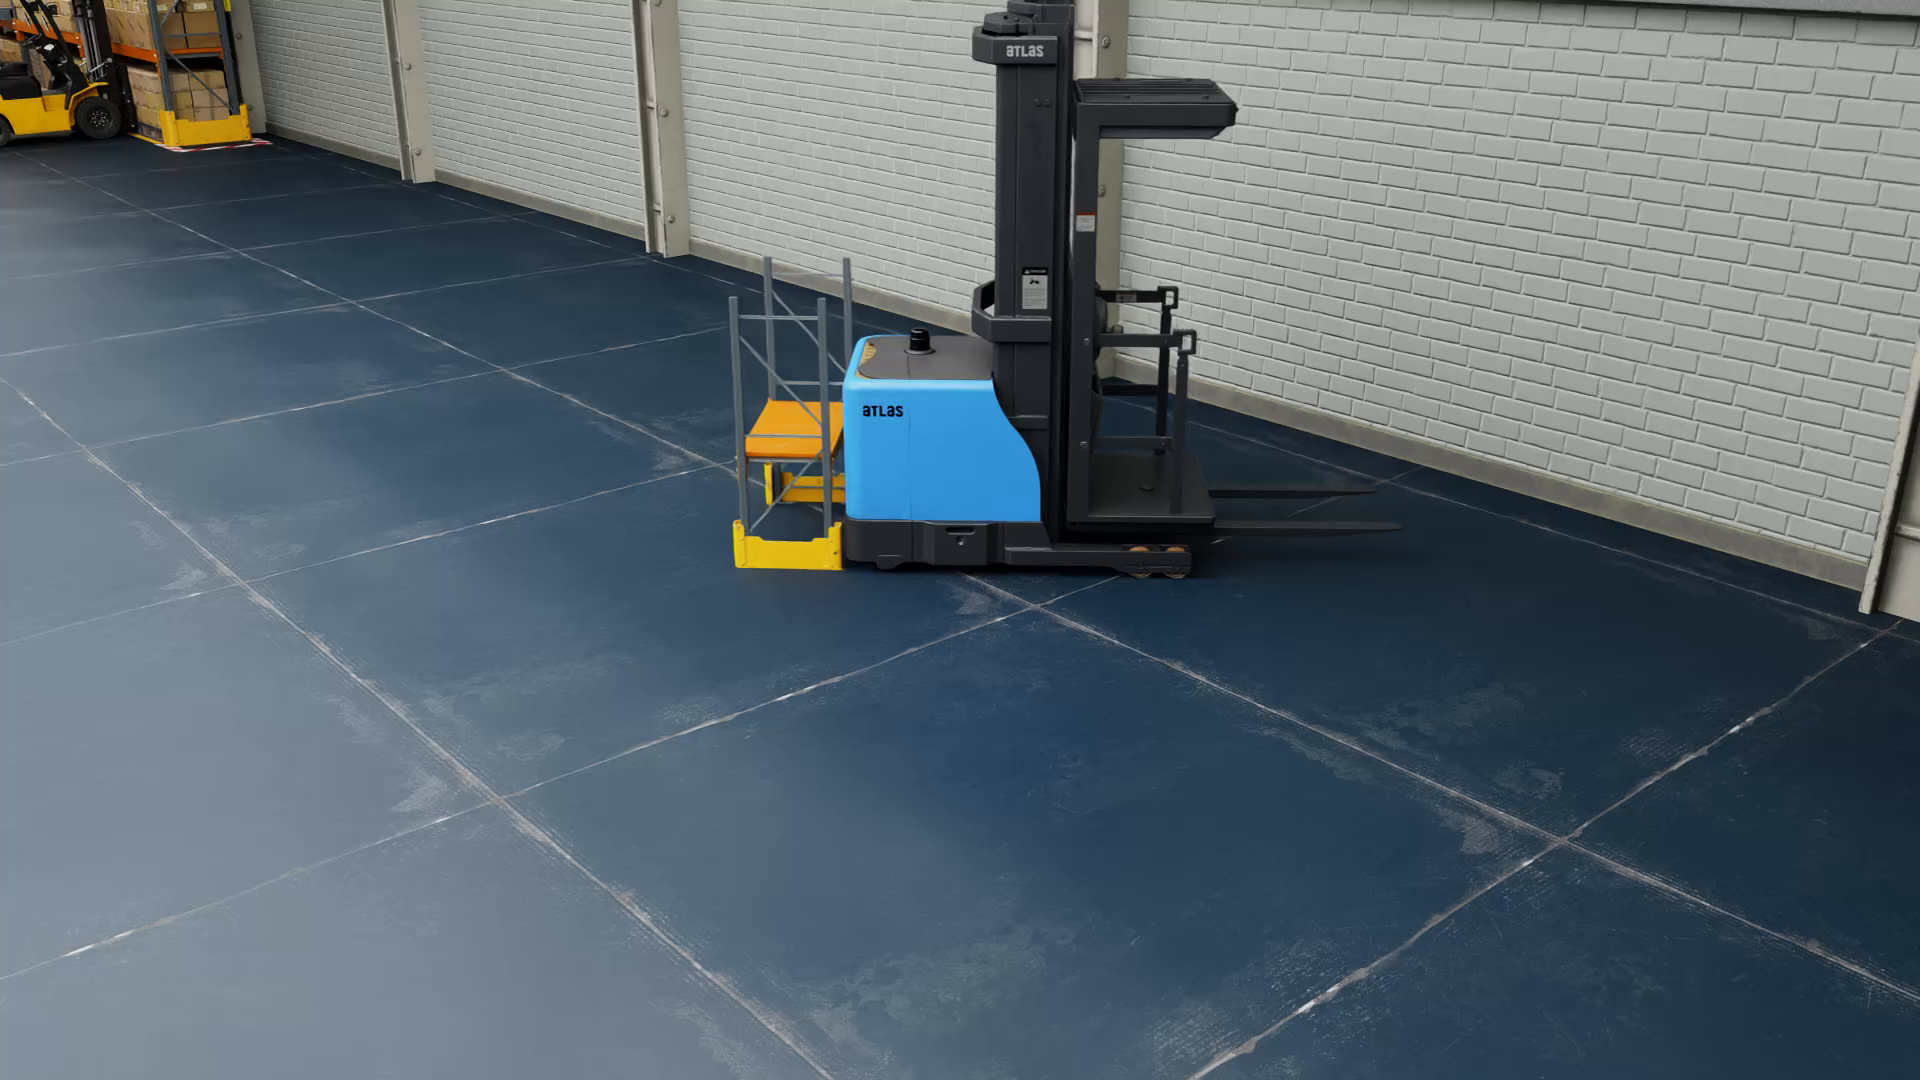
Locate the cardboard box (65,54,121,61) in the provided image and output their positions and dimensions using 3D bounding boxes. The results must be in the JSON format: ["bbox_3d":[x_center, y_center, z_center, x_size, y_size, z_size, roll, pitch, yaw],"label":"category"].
[{"bbox_3d":[-14.491,-7.791,27.942,0.875,0.625,0.625,-18,28,-38],"label":"cardboard box"}]

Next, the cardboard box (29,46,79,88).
[{"bbox_3d":[-15.855,-8.363,29.402,0.875,0.625,0.625,-16,27,-36],"label":"cardboard box"}]

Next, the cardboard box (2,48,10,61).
[{"bbox_3d":[-17.353,-8.830,30.768,0.500,0.500,0.500,-16,27,-35],"label":"cardboard box"}]

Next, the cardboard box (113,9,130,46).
[{"bbox_3d":[-12.216,-7.645,24.753,0.500,0.500,0.500,-18,28,-38],"label":"cardboard box"}]

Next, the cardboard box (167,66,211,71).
[{"bbox_3d":[-11.529,-6.934,24.898,0.500,0.250,0.500,-17,27,-37],"label":"cardboard box"}]

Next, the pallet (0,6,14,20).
[{"bbox_3d":[-16.747,-9.530,29.965,1.213,0.211,1.003,-17,27,-37],"label":"pallet"}]

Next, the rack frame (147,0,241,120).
[{"bbox_3d":[-11.030,-7.238,23.851,1.000,3.000,0.127,-17,27,-37],"label":"rack frame"}]

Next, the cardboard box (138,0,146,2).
[{"bbox_3d":[-11.608,-7.835,23.940,0.380,0.149,0.250,-17,27,-37],"label":"cardboard box"}]

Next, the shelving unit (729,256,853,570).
[{"bbox_3d":[-0.906,-0.736,9.306,0.587,1.500,1.083,1,21,3],"label":"shelving unit"}]

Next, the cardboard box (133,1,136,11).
[{"bbox_3d":[-11.781,-7.766,24.171,0.380,0.149,0.250,-17,27,-36],"label":"cardboard box"}]

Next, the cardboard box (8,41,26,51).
[{"bbox_3d":[-17.106,-9.009,30.336,0.380,0.149,0.250,-19,28,-39],"label":"cardboard box"}]

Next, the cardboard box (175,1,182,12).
[{"bbox_3d":[-11.264,-7.795,24.247,0.380,0.149,0.250,-17,27,-37],"label":"cardboard box"}]

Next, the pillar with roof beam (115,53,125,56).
[{"bbox_3d":[-17.979,-11.071,25.412,9.100,9.000,0.400,-17,27,-37],"label":"pillar with roof beam"}]

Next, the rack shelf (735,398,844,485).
[{"bbox_3d":[-0.906,-0.565,9.363,0.538,0.185,1.000,1,21,3],"label":"rack shelf"}]

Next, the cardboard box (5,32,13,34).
[{"bbox_3d":[-18.404,-9.854,32.492,0.380,0.149,0.250,-19,28,-39],"label":"cardboard box"}]

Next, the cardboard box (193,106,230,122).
[{"bbox_3d":[-11.202,-6.336,24.741,0.500,0.250,0.500,-17,27,-37],"label":"cardboard box"}]

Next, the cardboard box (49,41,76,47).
[{"bbox_3d":[-16.356,-9.000,30.313,0.380,0.149,0.250,-16,26,-35],"label":"cardboard box"}]

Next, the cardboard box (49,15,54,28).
[{"bbox_3d":[-14.801,-8.632,27.617,0.500,0.250,0.500,-17,27,-37],"label":"cardboard box"}]

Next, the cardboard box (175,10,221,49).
[{"bbox_3d":[-11.143,-7.488,24.351,0.500,0.500,0.500,-16,27,-36],"label":"cardboard box"}]

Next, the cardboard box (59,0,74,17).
[{"bbox_3d":[-14.155,-8.581,26.800,0.500,0.250,0.500,-18,28,-39],"label":"cardboard box"}]

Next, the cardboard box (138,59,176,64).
[{"bbox_3d":[-12.511,-7.355,25.972,0.500,0.250,0.500,-17,27,-37],"label":"cardboard box"}]

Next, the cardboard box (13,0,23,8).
[{"bbox_3d":[-16.166,-9.425,28.954,0.500,0.250,0.500,-17,27,-37],"label":"cardboard box"}]

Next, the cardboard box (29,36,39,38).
[{"bbox_3d":[-17.385,-9.430,31.408,0.380,0.149,0.250,-19,28,-39],"label":"cardboard box"}]

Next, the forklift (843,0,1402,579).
[{"bbox_3d":[0.897,-1.355,8.925,3.031,2.935,1.130,1,21,2],"label":"forklift"}]

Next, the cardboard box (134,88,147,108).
[{"bbox_3d":[-11.903,-6.587,24.698,0.500,0.250,0.500,-18,28,-38],"label":"cardboard box"}]

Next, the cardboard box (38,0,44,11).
[{"bbox_3d":[-15.141,-9.008,27.890,0.500,0.250,0.500,-17,27,-37],"label":"cardboard box"}]

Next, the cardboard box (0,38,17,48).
[{"bbox_3d":[-17.610,-9.231,30.902,0.380,0.149,0.250,-19,28,-40],"label":"cardboard box"}]

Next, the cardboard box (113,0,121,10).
[{"bbox_3d":[-12.324,-7.964,24.679,0.380,0.149,0.250,-17,27,-37],"label":"cardboard box"}]

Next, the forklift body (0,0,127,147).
[{"bbox_3d":[-13.650,-6.933,24.235,2.313,2.155,1.214,-17,27,-37],"label":"forklift body"}]

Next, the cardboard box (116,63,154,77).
[{"bbox_3d":[-12.566,-7.090,25.297,0.500,0.250,0.500,-18,28,-38],"label":"cardboard box"}]

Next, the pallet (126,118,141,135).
[{"bbox_3d":[-12.353,-6.478,25.734,1.003,0.211,1.213,-17,27,-37],"label":"pallet"}]

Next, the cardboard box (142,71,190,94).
[{"bbox_3d":[-11.567,-6.672,24.229,0.500,0.250,0.500,-16,27,-36],"label":"cardboard box"}]

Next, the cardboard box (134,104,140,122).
[{"bbox_3d":[-12.213,-6.488,25.130,0.500,0.250,0.500,-17,27,-37],"label":"cardboard box"}]

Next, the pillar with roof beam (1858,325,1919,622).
[{"bbox_3d":[1.603,-2.783,4.250,9.100,9.000,0.400,-17,27,-37],"label":"pillar with roof beam"}]

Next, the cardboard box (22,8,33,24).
[{"bbox_3d":[-15.823,-9.058,28.702,0.500,0.250,0.500,-18,28,-39],"label":"cardboard box"}]

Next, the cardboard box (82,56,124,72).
[{"bbox_3d":[-13.563,-7.516,26.383,0.500,0.250,0.500,-18,28,-38],"label":"cardboard box"}]

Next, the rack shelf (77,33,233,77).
[{"bbox_3d":[-12.335,-7.456,25.393,1.077,0.370,4.000,-17,27,-37],"label":"rack shelf"}]
